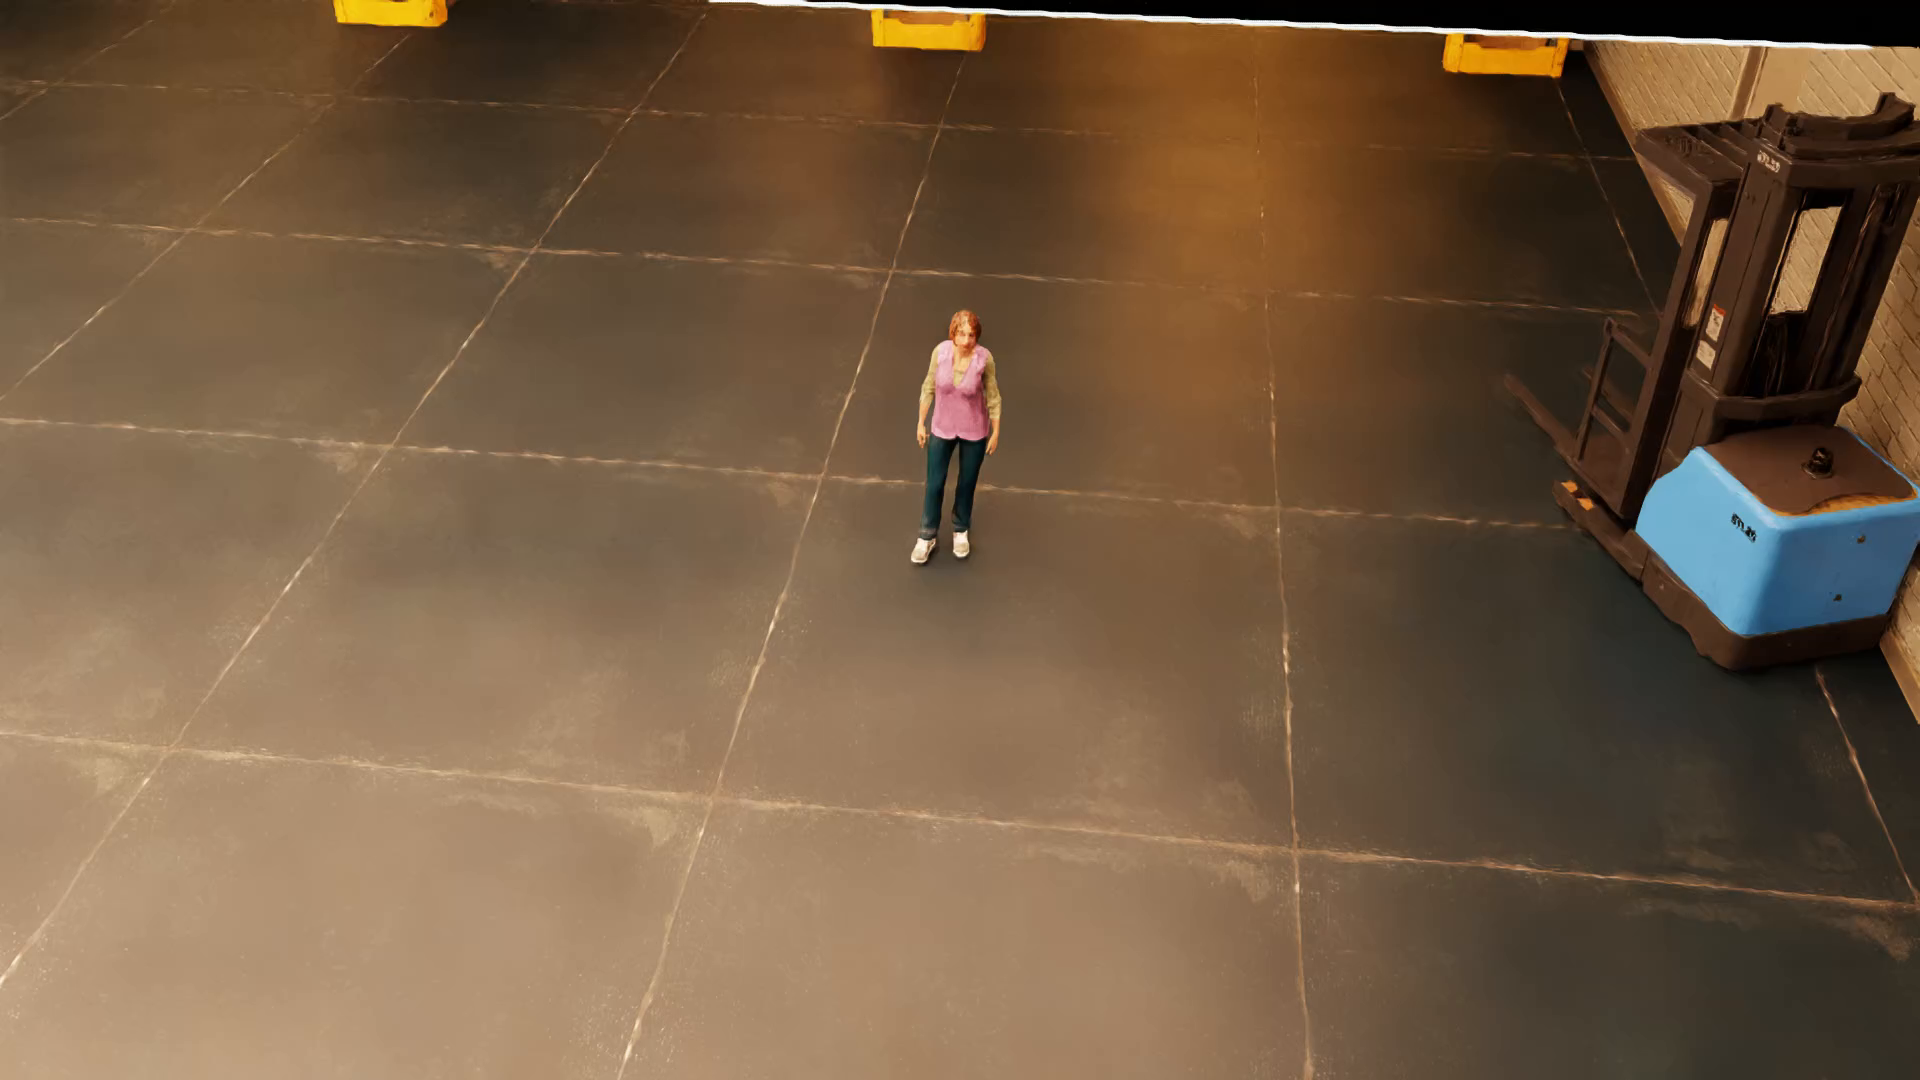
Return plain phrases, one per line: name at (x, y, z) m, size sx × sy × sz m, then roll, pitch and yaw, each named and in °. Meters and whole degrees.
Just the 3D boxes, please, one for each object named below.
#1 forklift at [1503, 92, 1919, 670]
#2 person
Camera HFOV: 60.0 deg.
forklift at (4.478, -1.322, 9.823) m, size 1.130 × 2.935 × 3.031 m, roll -8°, pitch 37°, yaw -10°
person at (-0.023, -0.606, 9.964) m, size 0.520 × 1.597 × 0.474 m, roll 4°, pitch 37°, yaw 6°
